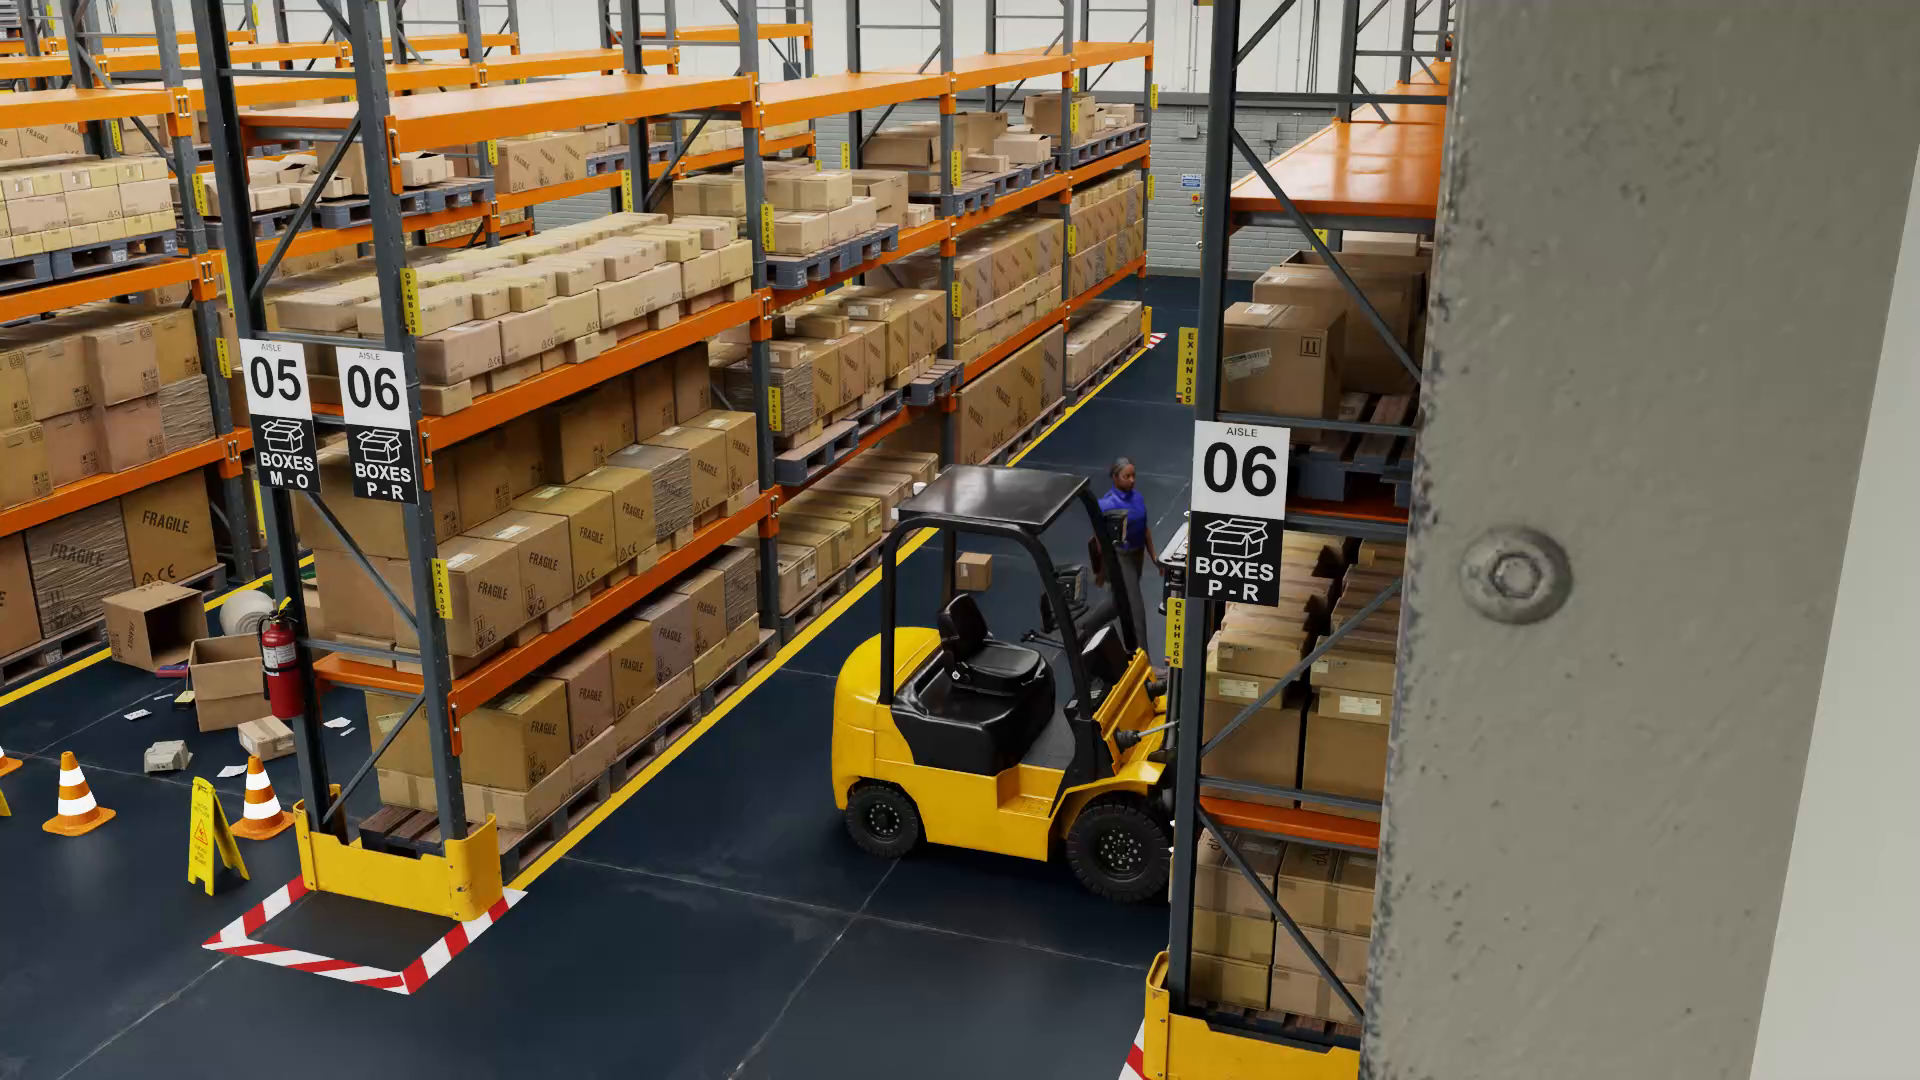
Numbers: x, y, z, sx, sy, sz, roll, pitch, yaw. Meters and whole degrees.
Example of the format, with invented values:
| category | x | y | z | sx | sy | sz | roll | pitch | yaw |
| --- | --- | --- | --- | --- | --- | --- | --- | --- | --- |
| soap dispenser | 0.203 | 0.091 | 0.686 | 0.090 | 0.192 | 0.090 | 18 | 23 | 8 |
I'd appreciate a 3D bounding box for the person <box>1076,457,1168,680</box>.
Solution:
| category | x | y | z | sx | sy | sz | roll | pitch | yaw |
| --- | --- | --- | --- | --- | --- | --- | --- | --- | --- |
| person | 1.234 | 0.165 | 12.345 | 0.951 | 1.612 | 0.456 | 14 | 24 | 36 |
